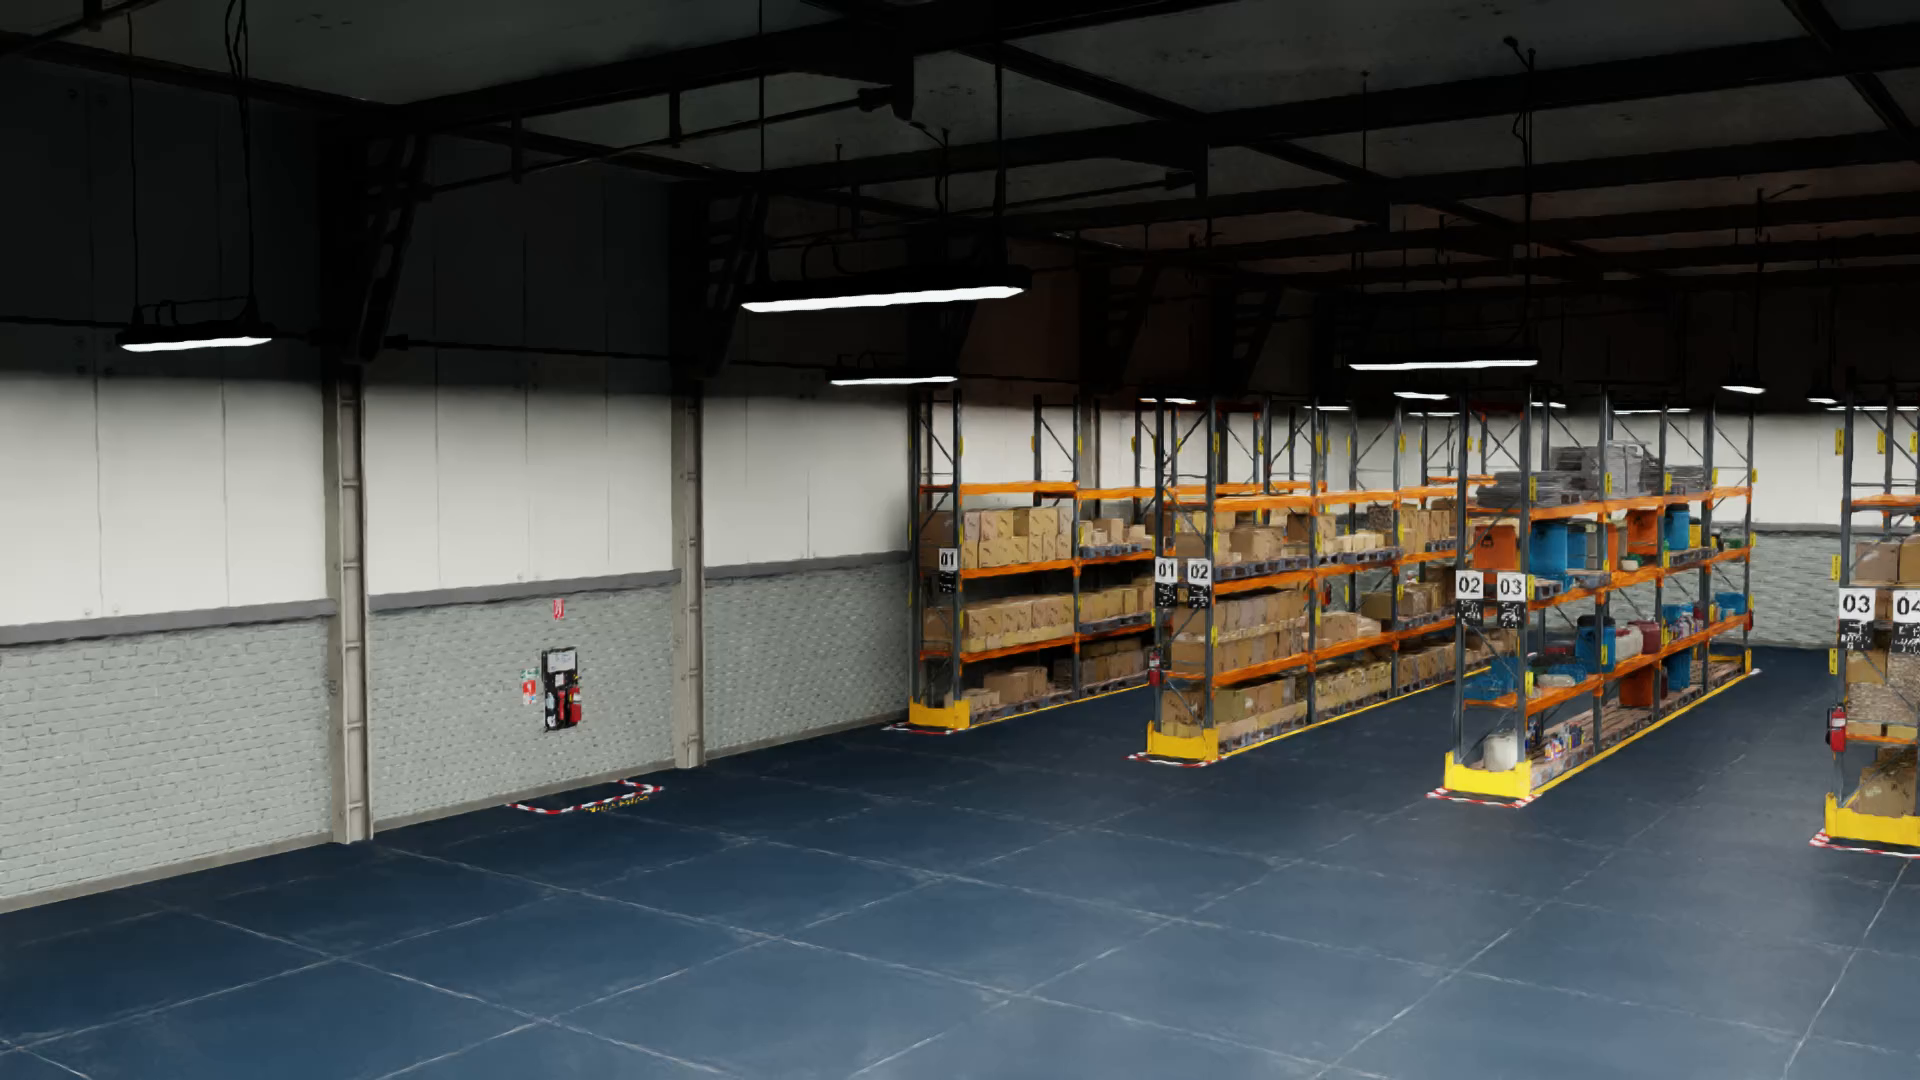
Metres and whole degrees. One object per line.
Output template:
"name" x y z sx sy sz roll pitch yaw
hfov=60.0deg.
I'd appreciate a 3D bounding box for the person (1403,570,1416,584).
"person" 12.261 1.620 45.208 0.493 1.605 0.991 2 4 35
